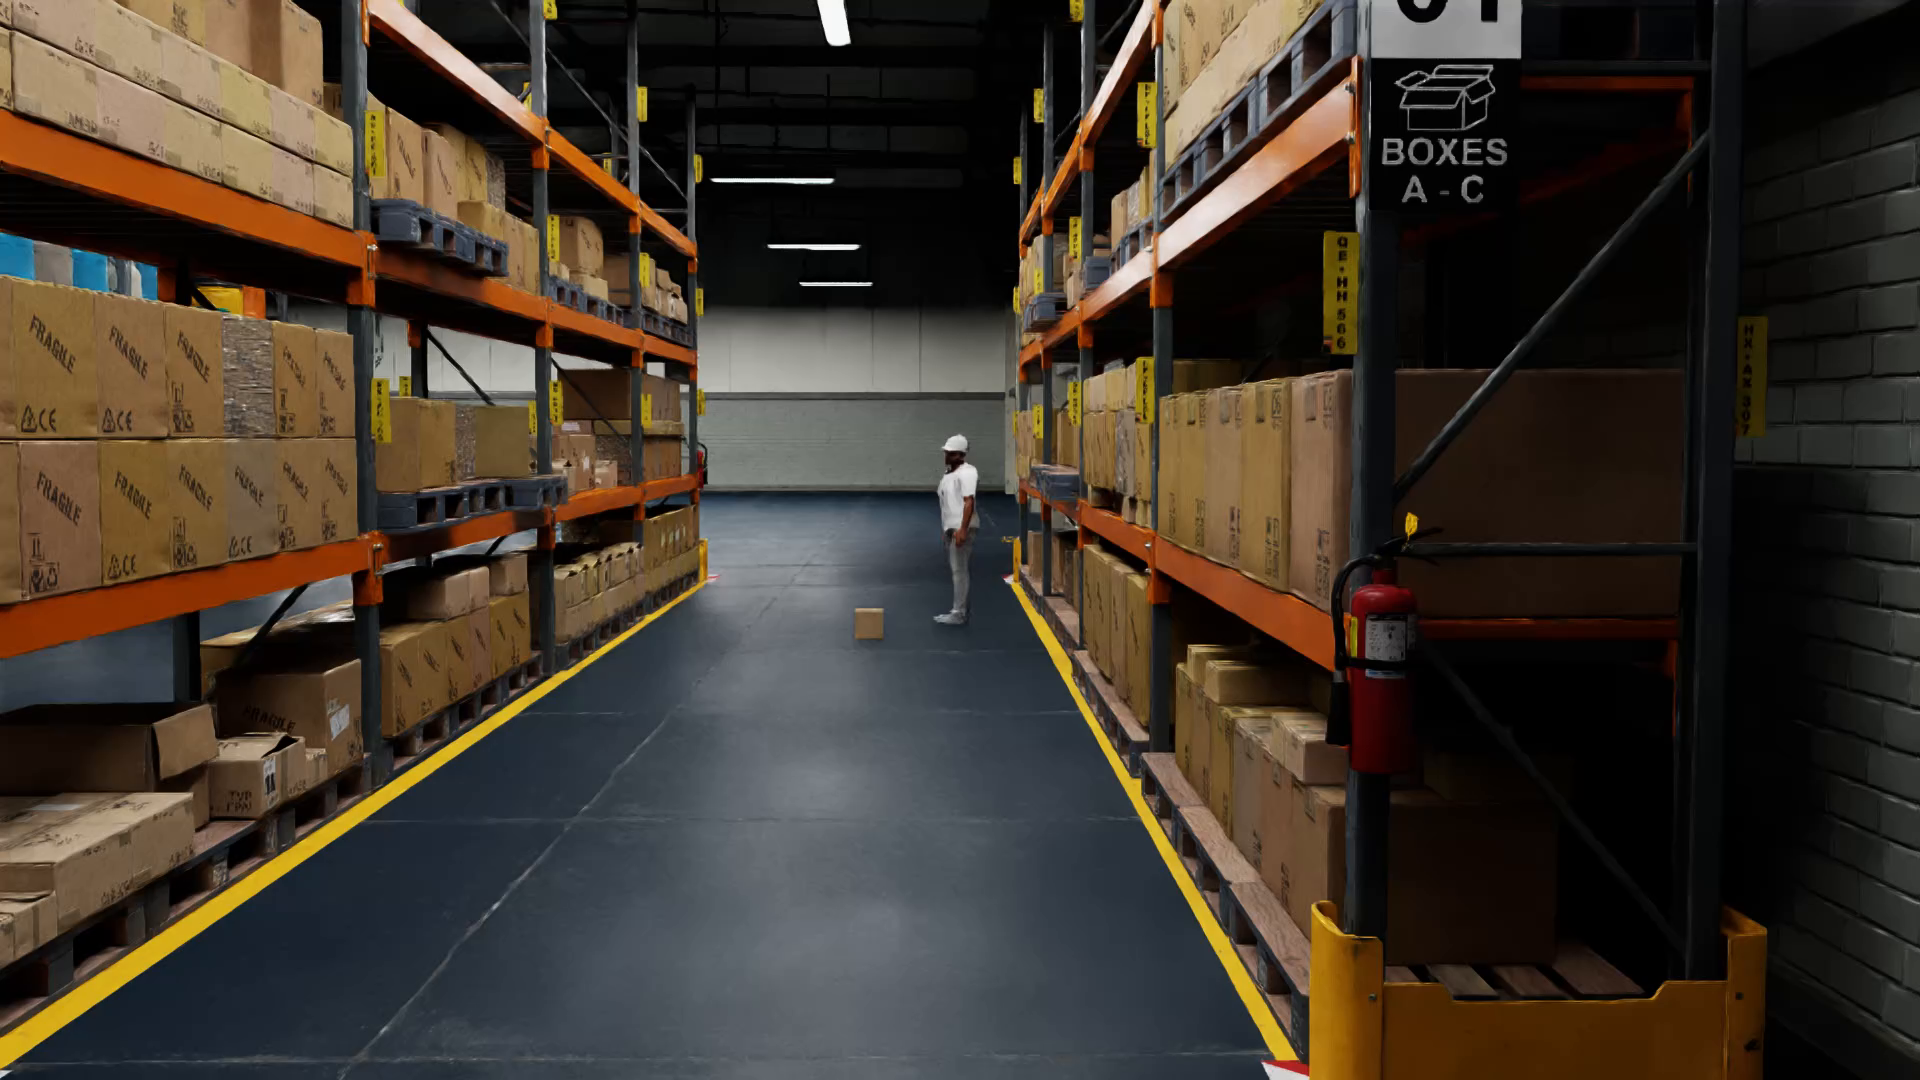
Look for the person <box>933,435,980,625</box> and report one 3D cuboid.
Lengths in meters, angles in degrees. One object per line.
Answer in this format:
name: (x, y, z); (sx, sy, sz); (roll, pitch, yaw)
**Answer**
person: (-0.075, -0.098, 15.595); (0.470, 1.770, 0.619); (-1, 4, -19)
